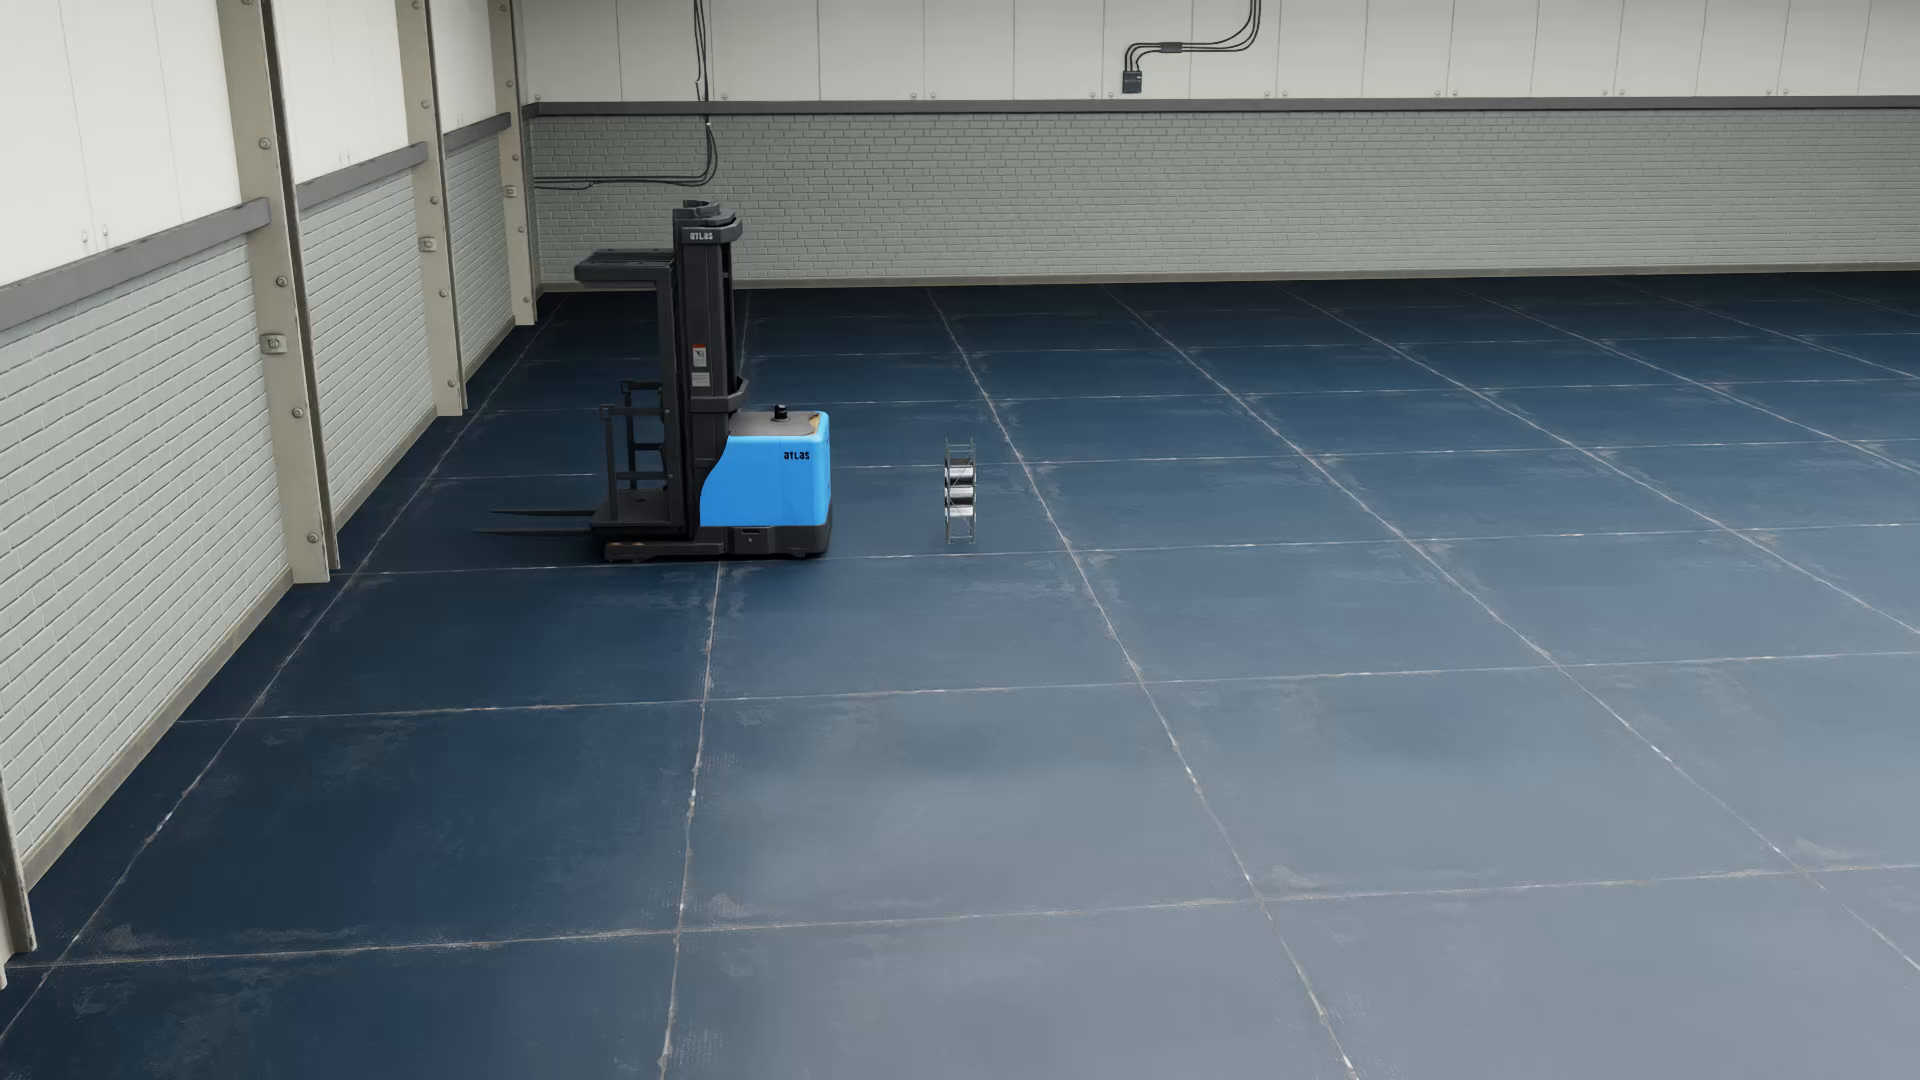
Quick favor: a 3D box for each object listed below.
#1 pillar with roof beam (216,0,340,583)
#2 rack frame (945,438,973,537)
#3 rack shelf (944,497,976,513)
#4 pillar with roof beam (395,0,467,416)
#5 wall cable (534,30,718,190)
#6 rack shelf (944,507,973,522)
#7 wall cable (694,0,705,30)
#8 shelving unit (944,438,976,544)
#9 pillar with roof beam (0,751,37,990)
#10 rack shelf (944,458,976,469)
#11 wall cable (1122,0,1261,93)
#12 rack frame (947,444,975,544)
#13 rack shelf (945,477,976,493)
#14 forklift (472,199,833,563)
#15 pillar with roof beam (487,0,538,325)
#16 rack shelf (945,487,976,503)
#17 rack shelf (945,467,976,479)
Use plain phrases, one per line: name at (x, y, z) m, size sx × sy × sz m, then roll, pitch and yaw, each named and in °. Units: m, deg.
pillar with roof beam at (-1.051, -4.136, 12.827) m, size 9.100 × 9.000 × 0.400 m, roll -2°, pitch 18°, yaw -6°
rack frame at (-0.010, -0.457, 14.631) m, size 0.240 × 0.900 × 0.006 m, roll -2°, pitch 18°, yaw -6°
rack shelf at (0.001, -0.309, 14.572) m, size 0.258 × 0.077 × 0.200 m, roll -2°, pitch 18°, yaw -6°
pillar with roof beam at (-1.670, -5.923, 18.521) m, size 9.100 × 9.000 × 0.400 m, roll -2°, pitch 18°, yaw -6°
wall cable at (-5.559, -7.015, 27.182) m, size 3.097 × 2.526 × 0.112 m, roll -2°, pitch 18°, yaw -6°
rack shelf at (0.001, -0.223, 14.598) m, size 0.258 × 0.077 × 0.200 m, roll -2°, pitch 18°, yaw -6°
wall cable at (-2.868, -9.508, 26.692) m, size 3.097 × 2.526 × 0.112 m, roll -2°, pitch 18°, yaw -6°
shelving unit at (0.001, -0.427, 14.535) m, size 0.258 × 0.900 × 0.210 m, roll -2°, pitch 18°, yaw -6°
pillar with roof beam at (-0.432, -2.348, 7.133) m, size 9.100 × 9.000 × 0.400 m, roll -2°, pitch 18°, yaw -6°
rack shelf at (0.001, -0.653, 14.464) m, size 0.258 × 0.077 × 0.200 m, roll -2°, pitch 18°, yaw -6°
wall cable at (3.885, -10.408, 27.127) m, size 2.305 × 6.003 × 0.169 m, roll -2°, pitch 18°, yaw -6°
rack frame at (0.011, -0.397, 14.438) m, size 0.240 × 0.900 × 0.006 m, roll -2°, pitch 18°, yaw -6°
rack shelf at (0.001, -0.481, 14.518) m, size 0.258 × 0.077 × 0.200 m, roll -2°, pitch 18°, yaw -6°
forklift at (-2.654, -1.368, 14.143) m, size 3.031 × 2.935 × 1.130 m, roll 0°, pitch 17°, yaw -1°
pillar with roof beam at (-2.288, -7.711, 24.215) m, size 9.100 × 9.000 × 0.400 m, roll -2°, pitch 18°, yaw -6°
rack shelf at (0.001, -0.395, 14.545) m, size 0.258 × 0.077 × 0.200 m, roll -2°, pitch 18°, yaw -6°
rack shelf at (0.001, -0.567, 14.491) m, size 0.258 × 0.077 × 0.200 m, roll -2°, pitch 18°, yaw -6°
